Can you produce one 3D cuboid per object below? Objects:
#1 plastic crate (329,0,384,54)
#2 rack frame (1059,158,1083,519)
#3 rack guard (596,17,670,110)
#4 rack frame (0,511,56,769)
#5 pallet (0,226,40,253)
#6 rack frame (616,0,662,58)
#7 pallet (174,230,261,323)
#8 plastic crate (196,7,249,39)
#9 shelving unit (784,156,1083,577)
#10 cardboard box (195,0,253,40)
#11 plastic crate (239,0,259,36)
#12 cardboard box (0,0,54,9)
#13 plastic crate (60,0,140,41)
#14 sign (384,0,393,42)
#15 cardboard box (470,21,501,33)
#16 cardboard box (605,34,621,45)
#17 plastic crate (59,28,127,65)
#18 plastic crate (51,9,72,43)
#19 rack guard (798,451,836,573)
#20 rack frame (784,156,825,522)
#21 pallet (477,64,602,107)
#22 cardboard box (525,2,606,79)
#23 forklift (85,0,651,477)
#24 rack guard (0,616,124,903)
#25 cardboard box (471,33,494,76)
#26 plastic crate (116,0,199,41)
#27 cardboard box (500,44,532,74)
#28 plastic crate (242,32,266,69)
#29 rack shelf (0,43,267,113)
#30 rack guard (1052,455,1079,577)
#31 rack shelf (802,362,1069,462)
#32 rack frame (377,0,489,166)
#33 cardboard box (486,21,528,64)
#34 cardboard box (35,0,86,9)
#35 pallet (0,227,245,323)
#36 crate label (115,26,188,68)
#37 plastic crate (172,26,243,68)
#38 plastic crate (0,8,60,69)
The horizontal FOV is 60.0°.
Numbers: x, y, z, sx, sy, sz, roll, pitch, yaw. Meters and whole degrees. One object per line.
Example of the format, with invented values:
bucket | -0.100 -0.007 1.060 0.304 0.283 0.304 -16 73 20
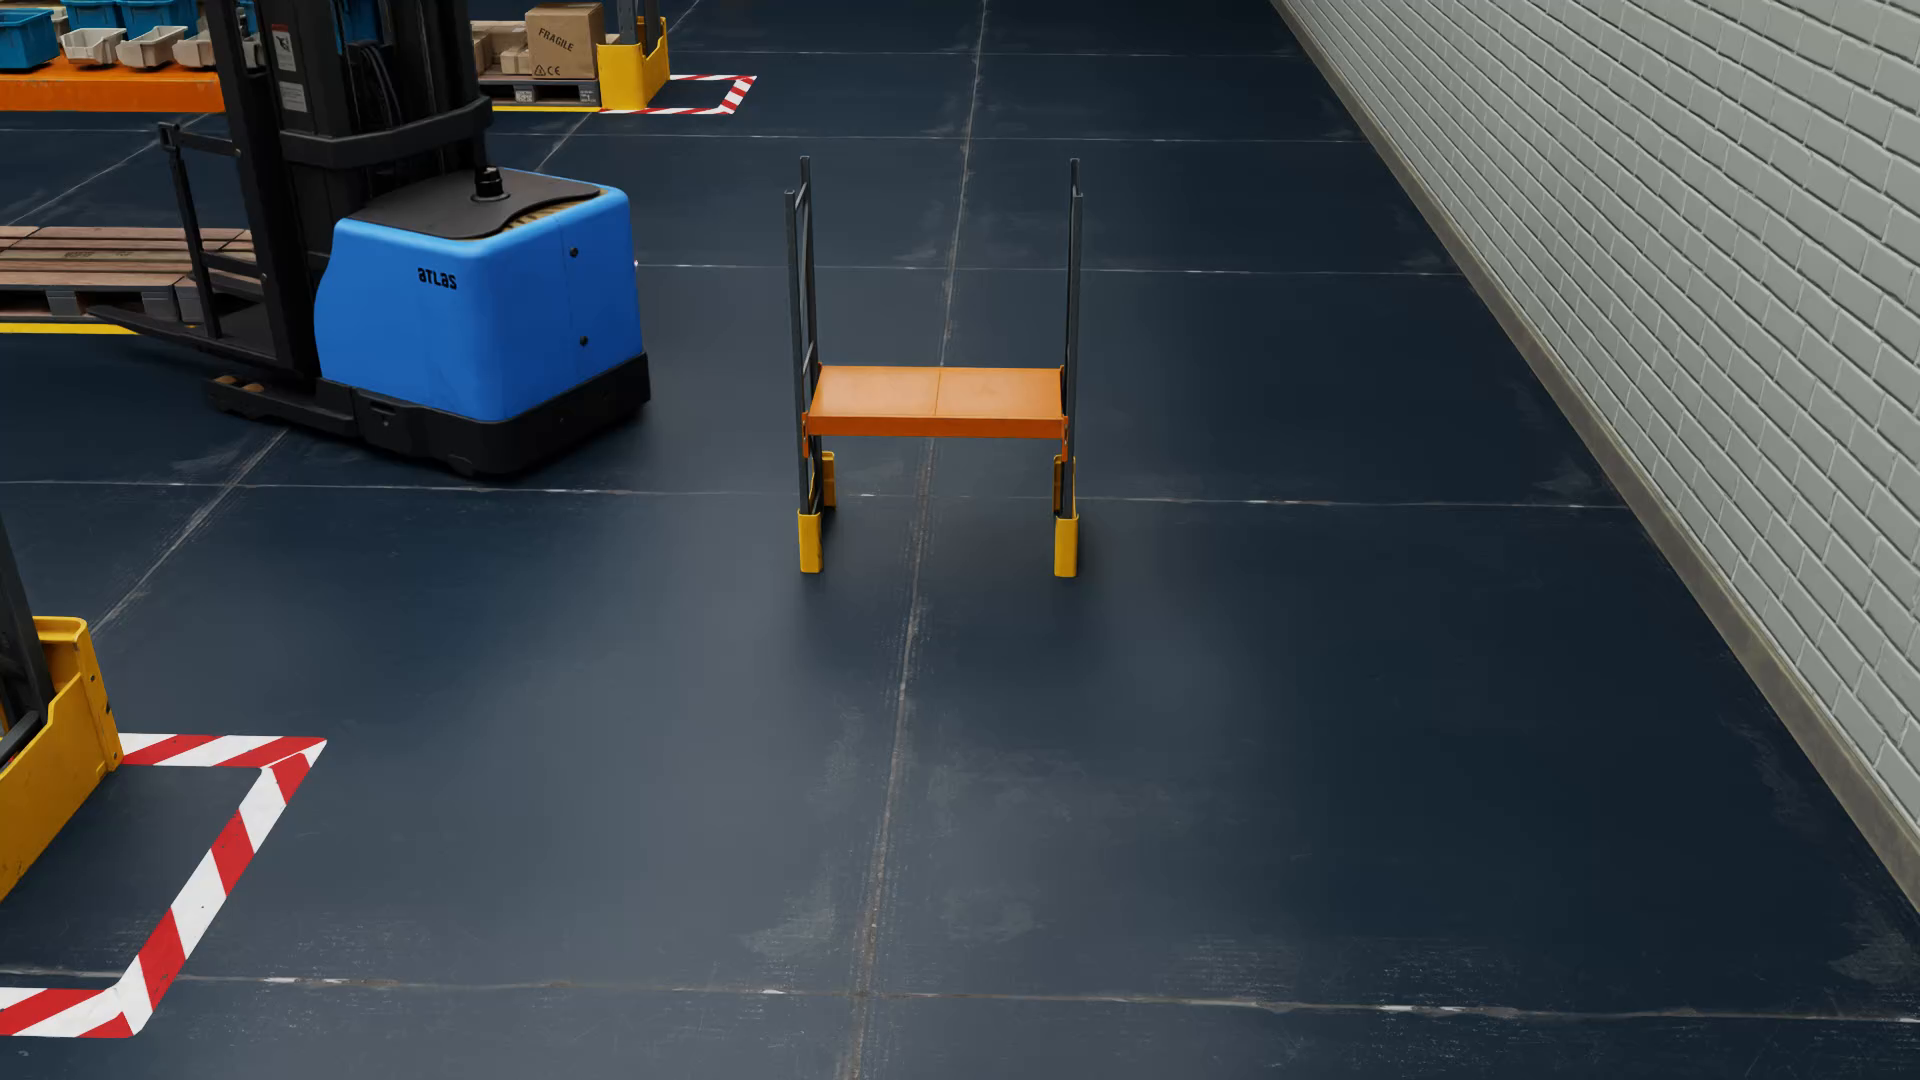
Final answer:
plastic crate | -3.101 -2.647 8.439 0.499 0.435 0.616 1 28 2
rack frame | 0.423 -0.656 6.386 0.032 1.500 0.500 1 28 2
rack guard | -2.657 -3.902 13.578 0.348 0.500 1.175 1 28 2
rack frame | -2.934 -0.369 4.243 0.127 3.000 1.000 1 28 2
pallet | -6.021 -1.527 9.405 1.213 0.211 1.003 1 28 2
rack frame | -2.581 -5.006 12.990 0.127 3.000 1.000 1 28 2
pallet | -3.582 -1.487 9.329 1.213 0.211 1.003 1 28 2
plastic crate | -3.990 -2.810 9.067 0.298 0.136 0.250 1 28 2
shelving unit | -0.076 -0.664 6.401 1.083 1.500 0.587 1 28 2
cardboard box | -5.999 -4.285 13.830 0.500 0.500 0.500 1 28 2
plastic crate | -3.652 -2.809 8.960 0.300 0.233 0.416 1 28 2
cardboard box | -7.575 -4.048 13.382 0.500 0.500 0.500 1 28 2
plastic crate | -4.610 -2.824 8.990 0.300 0.233 0.416 1 28 2
sign | -2.763 -2.501 8.092 0.005 0.325 0.100 1 28 2
cardboard box | -4.114 -4.143 13.829 0.500 0.250 0.500 1 28 2
cardboard box | -2.987 -4.108 13.871 0.250 0.149 0.380 1 28 2
plastic crate | -4.446 -2.527 8.531 0.250 0.136 0.298 1 28 2
plastic crate | -5.006 -2.775 9.000 0.466 0.136 0.293 1 28 2
rack guard | -0.574 -0.120 6.709 0.087 0.250 0.587 1 28 2
rack frame | -0.593 -0.672 6.417 0.032 1.500 0.500 1 28 2
pallet | -3.454 -3.787 13.669 1.213 0.211 1.003 1 28 2
cardboard box | -3.133 -3.989 13.272 0.500 0.500 0.500 1 28 2
forklift | -2.997 -2.060 7.507 3.031 2.935 1.130 15 31 26
rack guard | -2.910 0.736 4.828 0.348 0.500 1.175 1 28 2
cardboard box | -4.081 -3.908 13.386 0.500 0.250 0.500 1 28 2
plastic crate | -4.310 -2.820 8.981 0.300 0.233 0.416 1 28 2
cardboard box | -3.534 -3.891 13.442 0.250 0.166 0.380 1 28 2
plastic crate | -3.581 -2.526 8.529 0.243 0.136 0.396 1 28 2
rack shelf | -4.758 -2.402 8.847 4.000 0.370 1.077 1 28 2
rack guard | 0.421 -0.103 6.678 0.087 0.250 0.587 1 28 2
rack shelf | -0.085 -0.505 6.486 1.000 0.185 0.538 1 28 2
rack frame | -2.759 -2.687 8.616 0.127 3.000 1.000 1 28 2
cardboard box | -3.614 -4.135 13.814 0.500 0.250 0.500 1 28 2
cardboard box | -7.082 -4.036 13.359 0.500 0.500 0.500 1 28 2
pallet | -4.798 -1.508 9.370 1.213 0.211 1.003 1 28 2
crate label | -4.149 -2.530 8.538 0.243 0.136 0.396 1 28 2
plastic crate | -3.870 -2.537 8.551 0.243 0.136 0.396 1 28 2
plastic crate | -4.821 -2.553 8.479 0.300 0.233 0.416 1 28 2
